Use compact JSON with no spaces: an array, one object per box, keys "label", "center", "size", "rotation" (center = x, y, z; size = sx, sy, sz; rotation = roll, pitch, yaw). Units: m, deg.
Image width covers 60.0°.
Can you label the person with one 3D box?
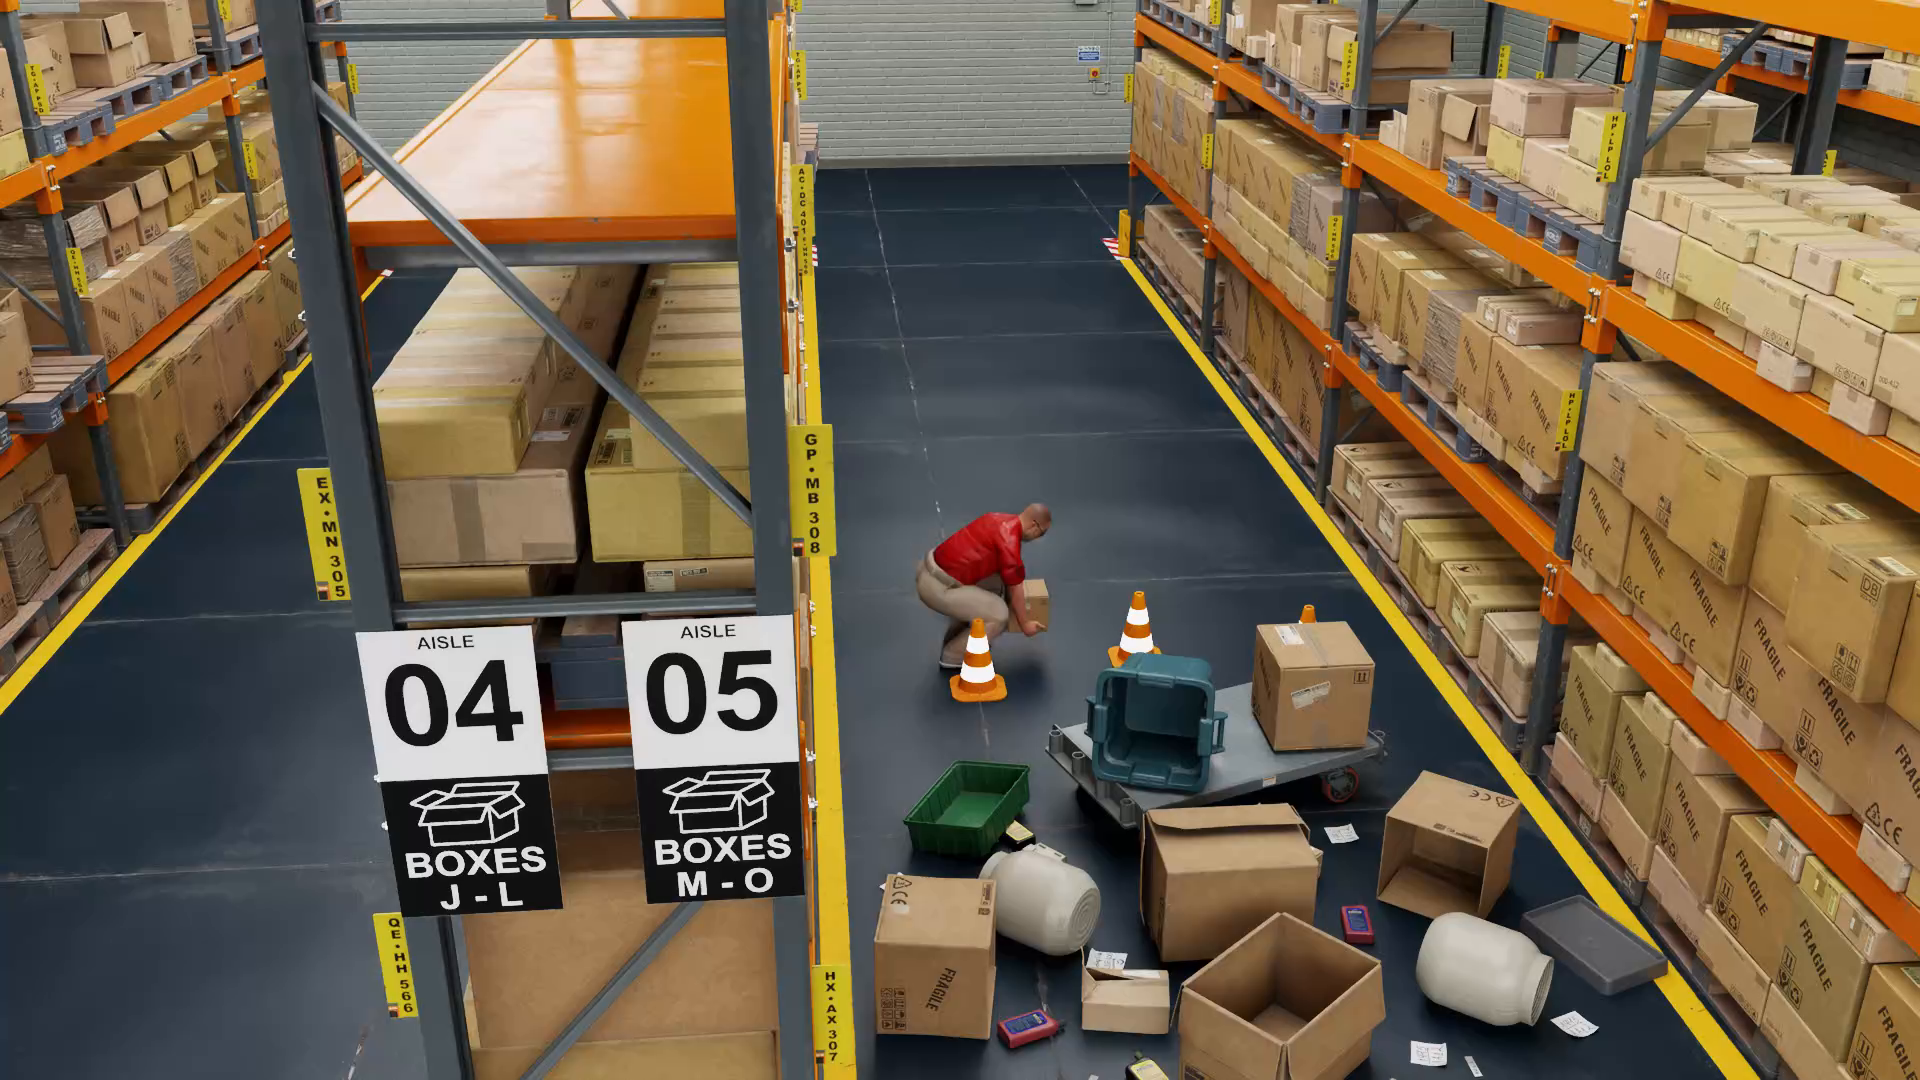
[{"label":"person","center":[0.147,0.273,10.412],"size":[0.865,1.005,0.538],"rotation":[-3,24,-7]}]
